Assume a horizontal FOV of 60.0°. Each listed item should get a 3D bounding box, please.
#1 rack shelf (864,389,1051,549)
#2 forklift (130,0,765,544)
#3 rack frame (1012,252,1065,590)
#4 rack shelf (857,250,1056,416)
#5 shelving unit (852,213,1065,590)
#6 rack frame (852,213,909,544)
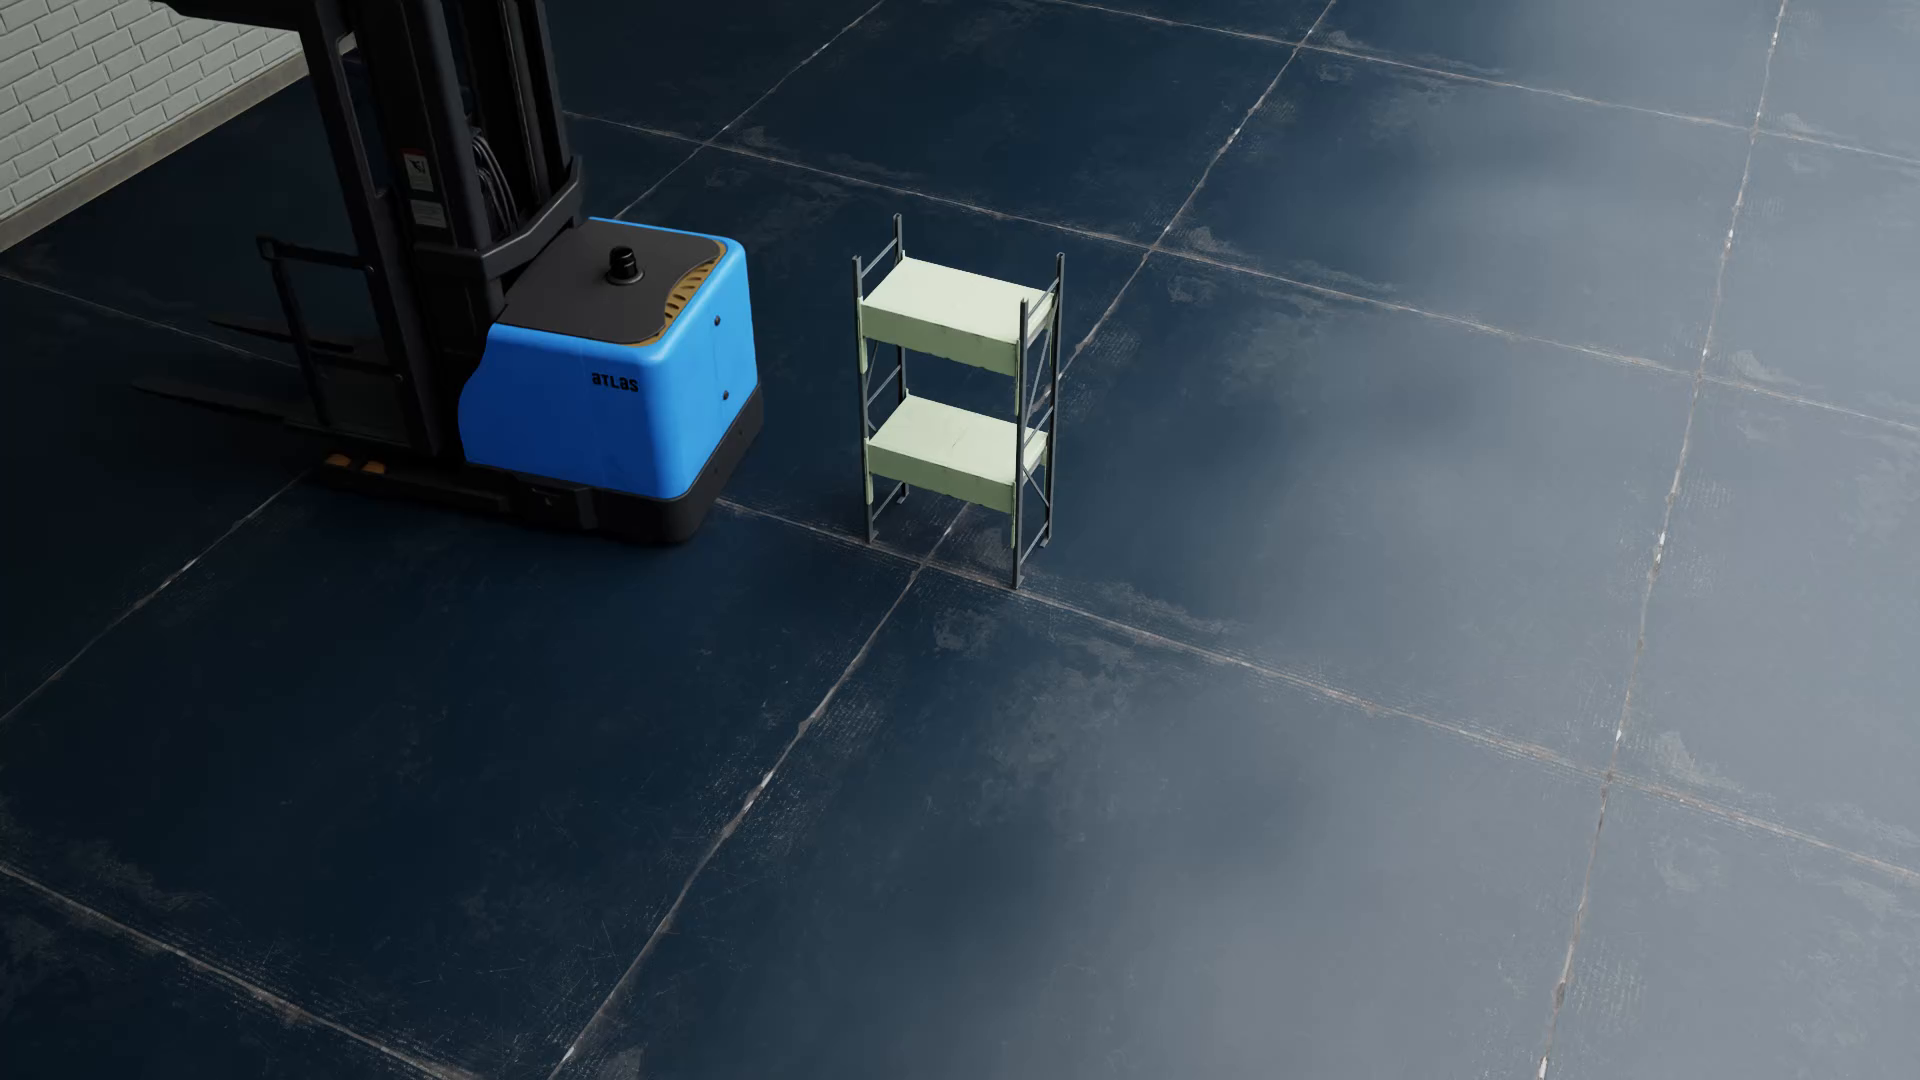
[{"bbox_3d":[-0.006,-0.322,7.358,0.720,0.370,0.431,17,44,19],"label":"rack shelf"},{"bbox_3d":[-2.539,-1.635,7.282,3.031,2.935,1.130,11,42,12],"label":"forklift"},{"bbox_3d":[0.326,-0.467,7.028,0.023,1.500,0.400,17,44,19],"label":"rack frame"},{"bbox_3d":[-0.006,-0.863,6.889,0.720,0.370,0.431,17,44,19],"label":"rack shelf"},{"bbox_3d":[-0.006,-0.569,7.145,0.755,1.500,0.431,17,44,19],"label":"shelving unit"},{"bbox_3d":[-0.338,-0.670,7.262,0.023,1.500,0.400,17,44,19],"label":"rack frame"}]
